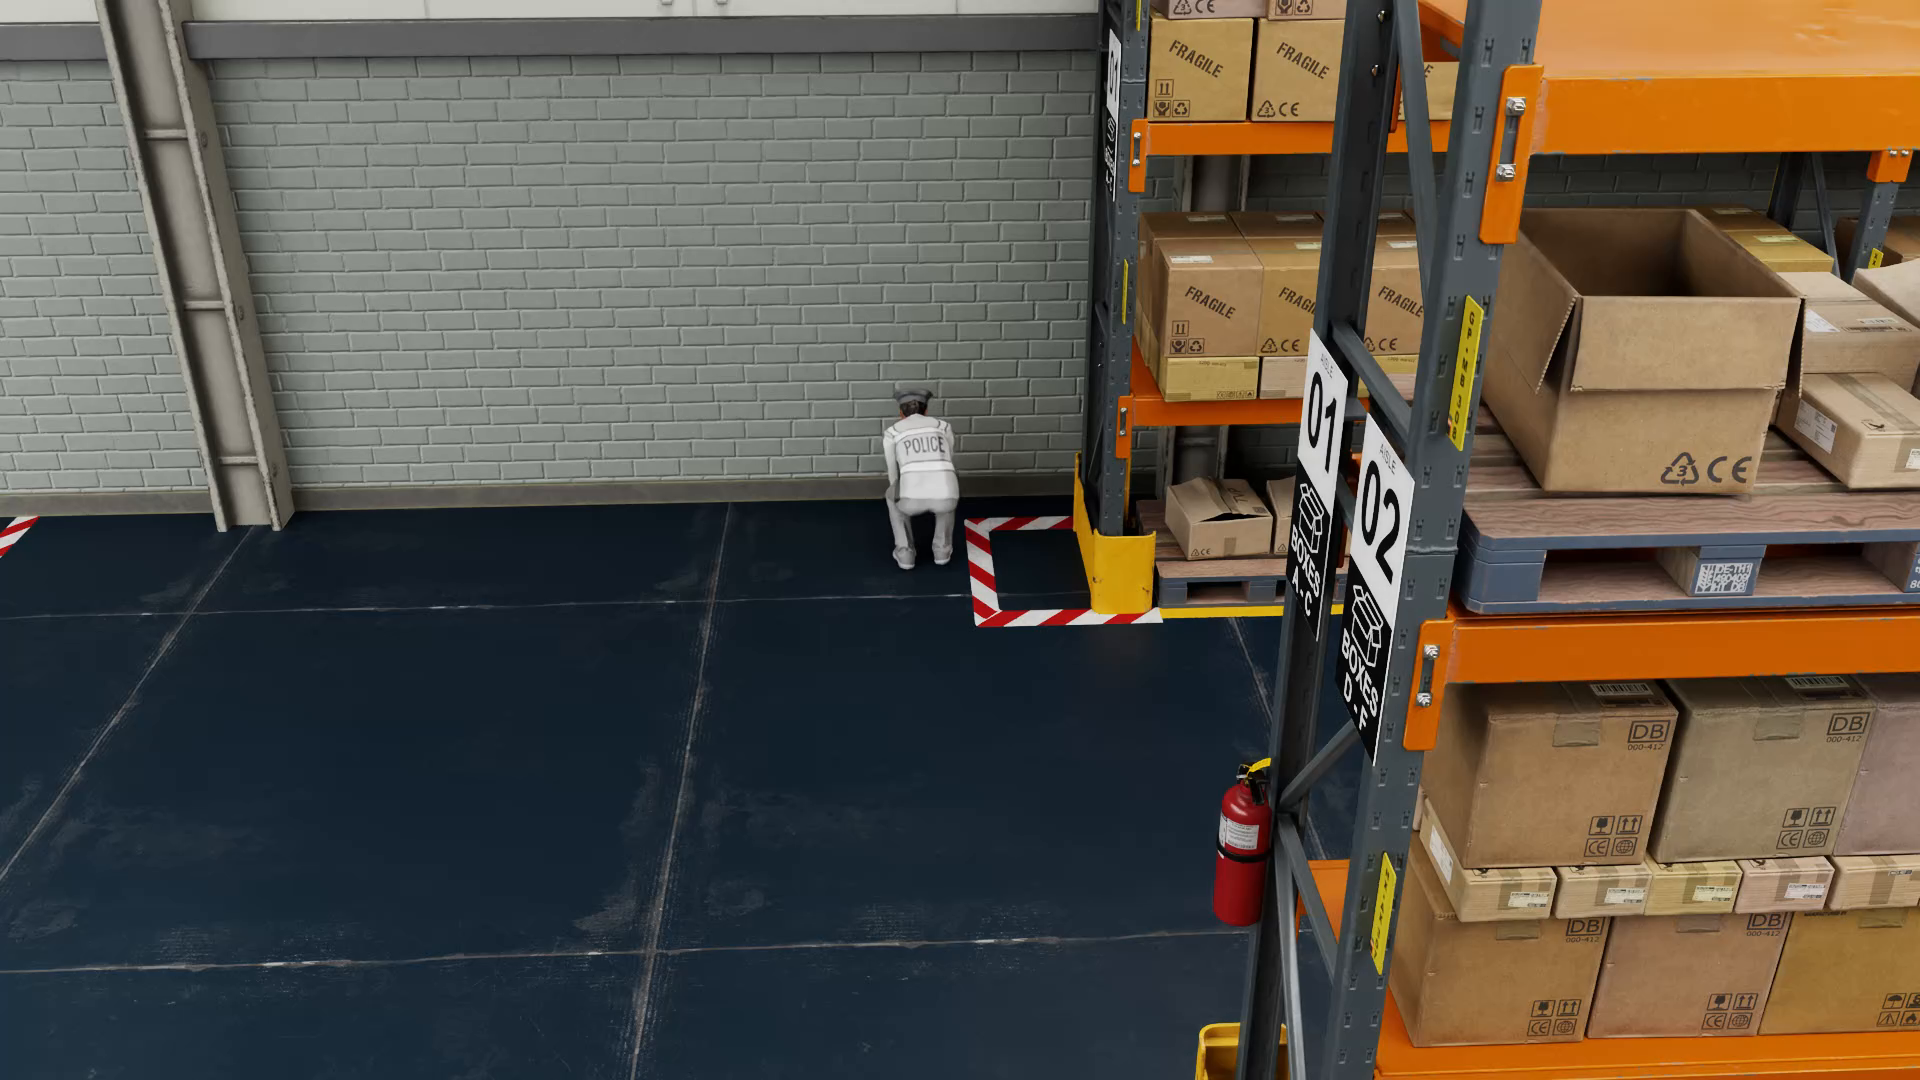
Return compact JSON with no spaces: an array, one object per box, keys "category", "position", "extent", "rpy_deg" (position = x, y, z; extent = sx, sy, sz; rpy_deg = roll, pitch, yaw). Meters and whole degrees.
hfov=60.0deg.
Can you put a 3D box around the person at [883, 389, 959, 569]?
[{"category":"person","position":[-0.231,-0.370,10.066],"extent":[0.453,0.985,0.857],"rpy_deg":[-2,28,-4]}]
